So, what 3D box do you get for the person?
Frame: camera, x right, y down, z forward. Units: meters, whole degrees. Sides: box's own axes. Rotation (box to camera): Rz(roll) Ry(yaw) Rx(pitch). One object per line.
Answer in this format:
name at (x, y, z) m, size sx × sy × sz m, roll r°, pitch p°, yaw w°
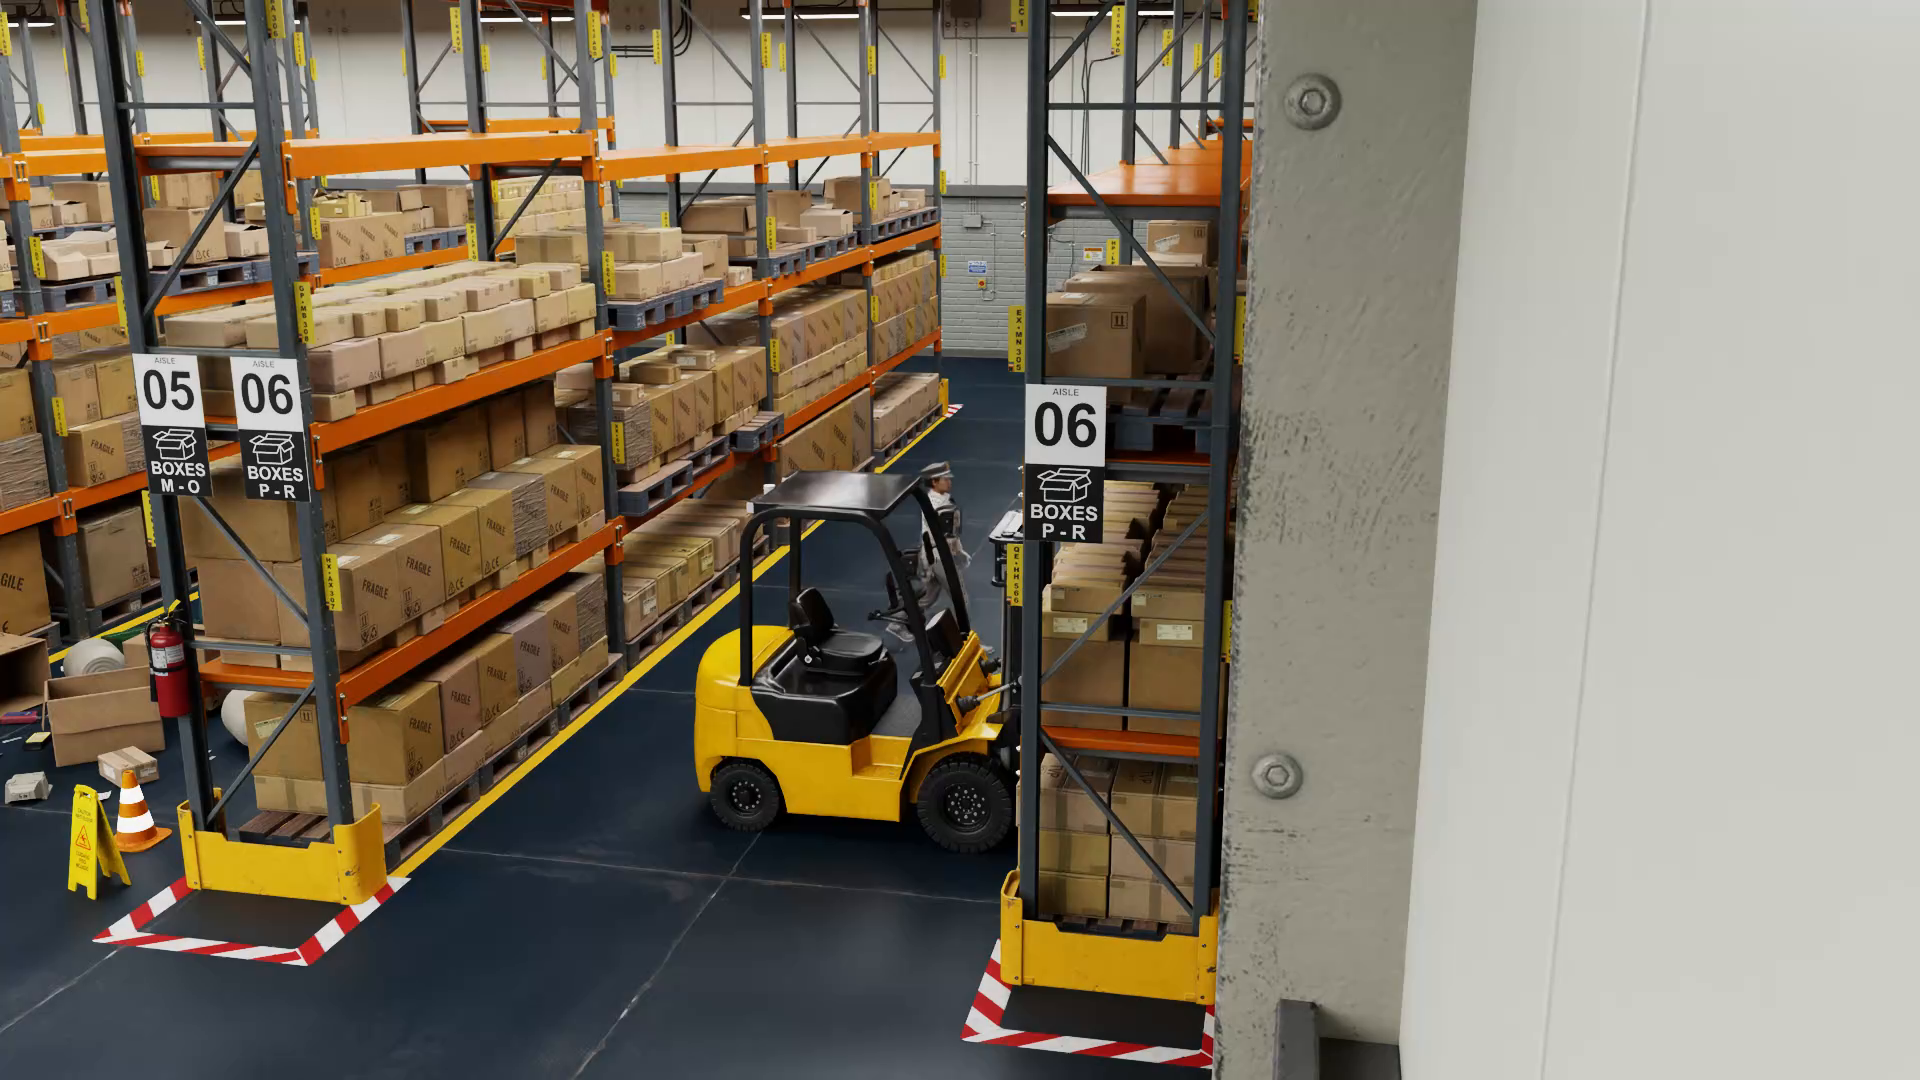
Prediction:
person at (-0.172, 0.135, 13.932) m, size 0.947 × 1.644 × 0.482 m, roll 1°, pitch 15°, yaw 5°
